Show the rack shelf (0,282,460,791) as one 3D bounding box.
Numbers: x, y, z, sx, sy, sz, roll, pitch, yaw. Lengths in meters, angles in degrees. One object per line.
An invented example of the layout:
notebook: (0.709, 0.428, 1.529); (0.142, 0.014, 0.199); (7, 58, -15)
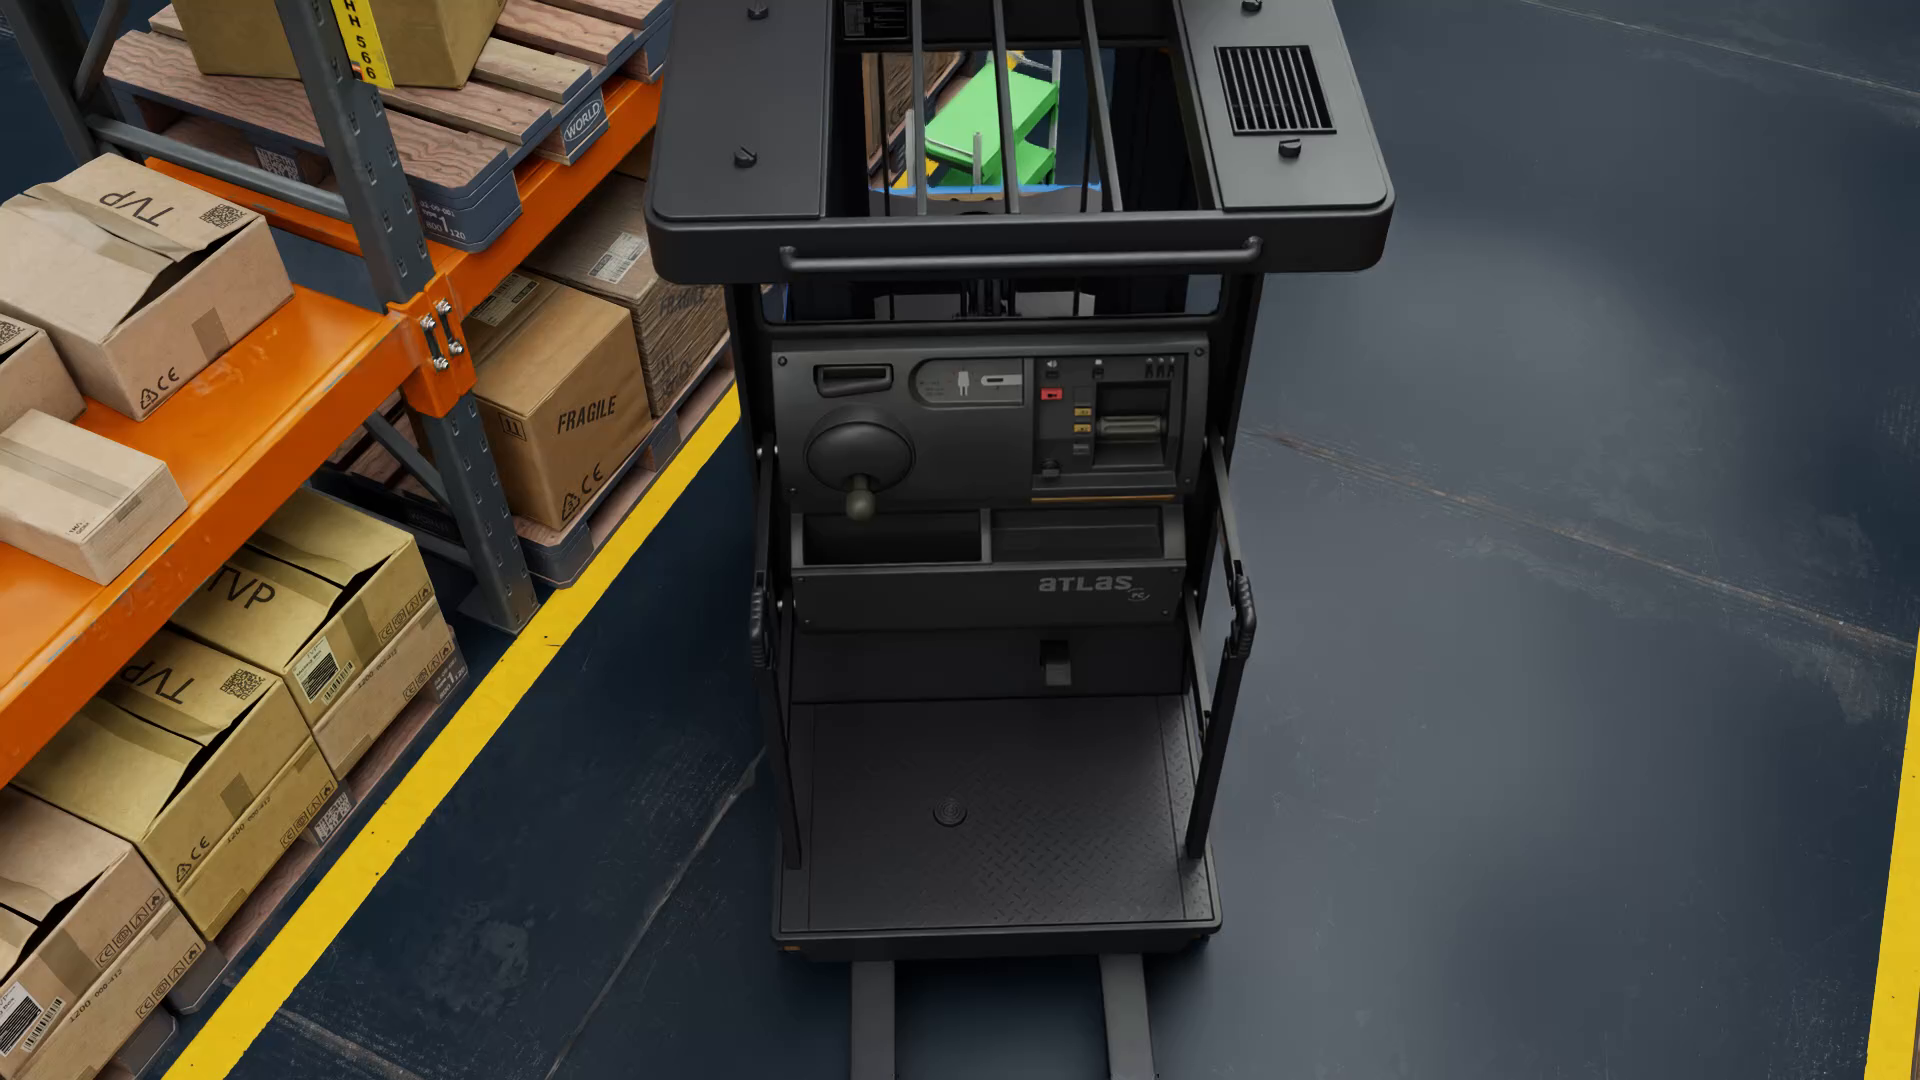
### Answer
rack shelf: (-2.611, 0.725, 3.136); (1.077, 0.370, 4.000); (20, 52, 16)

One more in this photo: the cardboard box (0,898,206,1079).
cardboard box: (-2.195, 1.013, 3.948); (0.500, 0.250, 0.500); (21, 53, 17)

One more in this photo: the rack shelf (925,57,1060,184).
rack shelf: (0.073, -1.223, 4.957); (0.258, 0.148, 0.480); (23, 53, 19)

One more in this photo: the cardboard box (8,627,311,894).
cardboard box: (-1.974, 0.489, 4.026); (0.500, 0.311, 0.500); (19, 52, 16)

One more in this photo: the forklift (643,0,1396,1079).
forklift: (0.076, -0.140, 3.444); (1.130, 2.935, 3.031); (-1, 50, -1)

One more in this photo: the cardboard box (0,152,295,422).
cardboard box: (-1.951, -0.620, 3.867); (0.500, 0.311, 0.500); (23, 53, 18)

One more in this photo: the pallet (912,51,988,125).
pallet: (-0.361, -2.163, 6.952); (1.003, 0.211, 1.213); (20, 52, 16)

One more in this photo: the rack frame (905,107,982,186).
rack frame: (-0.047, -0.792, 5.136); (0.240, 1.200, 0.015); (23, 53, 19)

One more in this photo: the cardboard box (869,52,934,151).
cardboard box: (-0.433, -1.856, 6.212); (0.500, 0.500, 0.500); (20, 53, 17)

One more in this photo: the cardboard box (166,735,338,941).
cardboard box: (-1.978, 0.668, 4.242); (0.500, 0.250, 0.500); (19, 52, 16)

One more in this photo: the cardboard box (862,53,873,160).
cardboard box: (-0.648, -1.505, 5.914); (0.500, 0.500, 0.500); (18, 52, 15)

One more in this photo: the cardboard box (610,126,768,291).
cardboard box: (-0.866, -1.144, 5.606); (0.500, 0.500, 0.500); (19, 52, 16)

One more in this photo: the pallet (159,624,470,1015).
pallet: (-2.143, 0.573, 4.624); (1.003, 0.211, 1.213); (20, 52, 16)

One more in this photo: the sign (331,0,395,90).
sign: (-1.253, -1.082, 3.441); (0.100, 0.325, 0.005); (20, 52, 16)

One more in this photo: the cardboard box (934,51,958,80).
cardboard box: (-0.218, -2.201, 6.506); (0.500, 0.500, 0.500); (20, 52, 16)

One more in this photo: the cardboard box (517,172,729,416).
cardboard box: (-1.085, -0.800, 5.314); (0.500, 0.500, 0.500); (18, 52, 15)

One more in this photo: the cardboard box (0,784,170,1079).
cardboard box: (-2.192, 0.836, 3.731); (0.500, 0.311, 0.500); (19, 52, 16)

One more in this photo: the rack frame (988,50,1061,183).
rack frame: (0.193, -1.115, 5.411); (0.240, 1.200, 0.015); (23, 53, 19)

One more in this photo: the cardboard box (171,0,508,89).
cardboard box: (-1.589, -1.524, 4.236); (0.700, 0.500, 0.500); (4, 50, 4)

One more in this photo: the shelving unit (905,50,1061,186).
shelving unit: (0.073, -0.953, 5.273); (0.258, 1.200, 0.503); (23, 53, 19)

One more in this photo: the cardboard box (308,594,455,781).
cardboard box: (-1.761, 0.311, 4.545); (0.500, 0.250, 0.500); (21, 53, 17)

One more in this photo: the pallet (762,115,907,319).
pallet: (-0.881, -1.320, 6.235); (1.003, 0.211, 1.213); (20, 52, 16)

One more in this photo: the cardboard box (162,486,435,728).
cardboard box: (-1.757, 0.129, 4.332); (0.500, 0.311, 0.500); (21, 53, 17)

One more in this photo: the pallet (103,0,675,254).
pallet: (-1.530, -1.313, 4.523); (1.213, 0.211, 1.003); (20, 52, 16)

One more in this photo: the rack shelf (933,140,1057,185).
rack shelf: (0.073, -1.068, 5.139); (0.258, 0.148, 0.480); (23, 53, 19)

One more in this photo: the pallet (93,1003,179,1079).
pallet: (-2.666, 1.410, 3.912); (1.003, 0.211, 1.213); (20, 52, 16)

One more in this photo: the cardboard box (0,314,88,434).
cardboard box: (-2.314, -0.303, 3.597); (0.500, 0.311, 0.500); (19, 52, 16)

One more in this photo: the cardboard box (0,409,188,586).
cardboard box: (-1.891, -0.095, 3.526); (0.380, 0.149, 0.250); (20, 52, 16)

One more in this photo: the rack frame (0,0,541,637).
rack frame: (-1.756, -0.885, 4.034); (1.000, 3.000, 0.127); (20, 52, 16)

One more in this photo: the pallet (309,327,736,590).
pallet: (-1.403, -0.483, 5.523); (1.003, 0.211, 1.213); (20, 52, 16)

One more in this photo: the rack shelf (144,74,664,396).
rack shelf: (-0.902, -2.029, 5.480); (1.077, 0.370, 4.000); (20, 52, 16)

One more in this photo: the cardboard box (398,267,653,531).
cardboard box: (-1.303, -0.438, 5.006); (0.500, 0.500, 0.500); (22, 53, 18)
